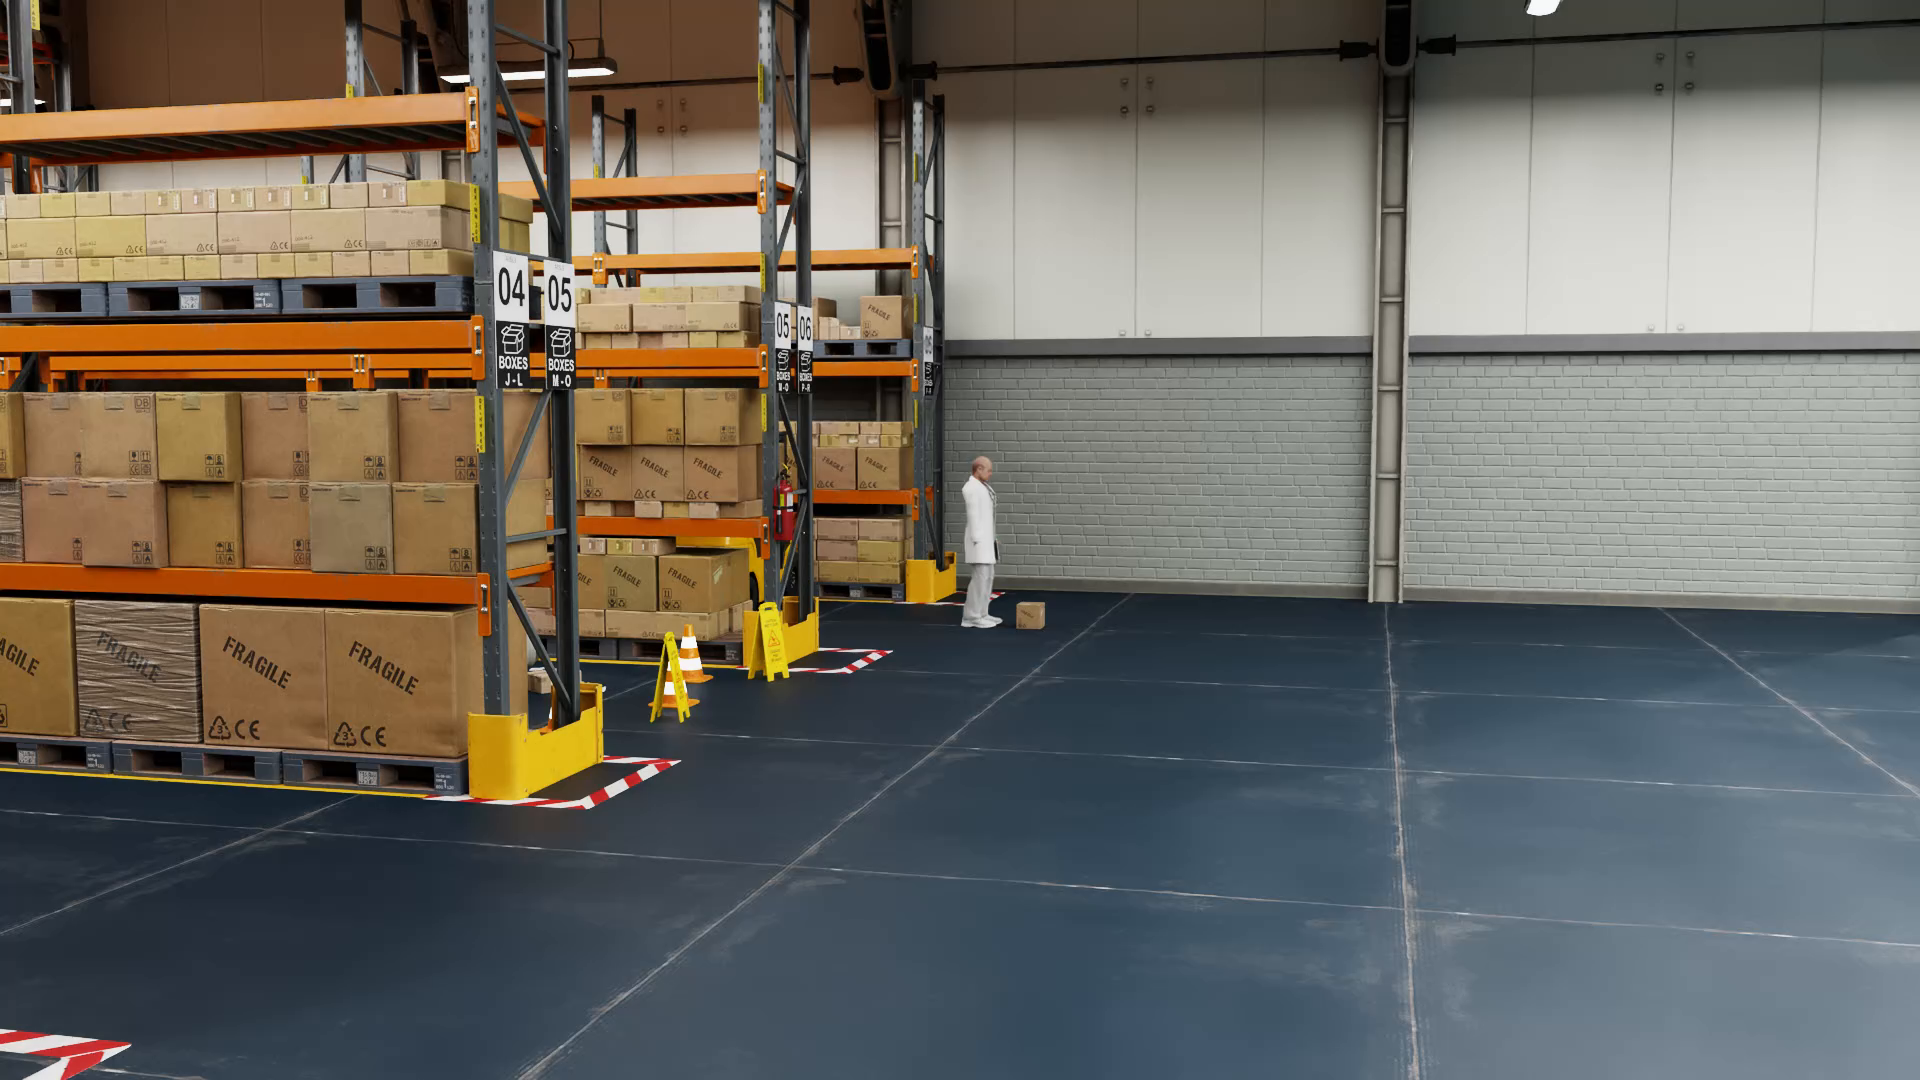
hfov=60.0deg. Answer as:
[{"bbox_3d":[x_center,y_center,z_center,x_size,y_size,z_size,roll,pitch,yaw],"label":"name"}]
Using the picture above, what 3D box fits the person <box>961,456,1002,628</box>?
[{"bbox_3d":[0.231,0.016,17.330,0.377,1.772,0.562,1,5,15],"label":"person"}]
